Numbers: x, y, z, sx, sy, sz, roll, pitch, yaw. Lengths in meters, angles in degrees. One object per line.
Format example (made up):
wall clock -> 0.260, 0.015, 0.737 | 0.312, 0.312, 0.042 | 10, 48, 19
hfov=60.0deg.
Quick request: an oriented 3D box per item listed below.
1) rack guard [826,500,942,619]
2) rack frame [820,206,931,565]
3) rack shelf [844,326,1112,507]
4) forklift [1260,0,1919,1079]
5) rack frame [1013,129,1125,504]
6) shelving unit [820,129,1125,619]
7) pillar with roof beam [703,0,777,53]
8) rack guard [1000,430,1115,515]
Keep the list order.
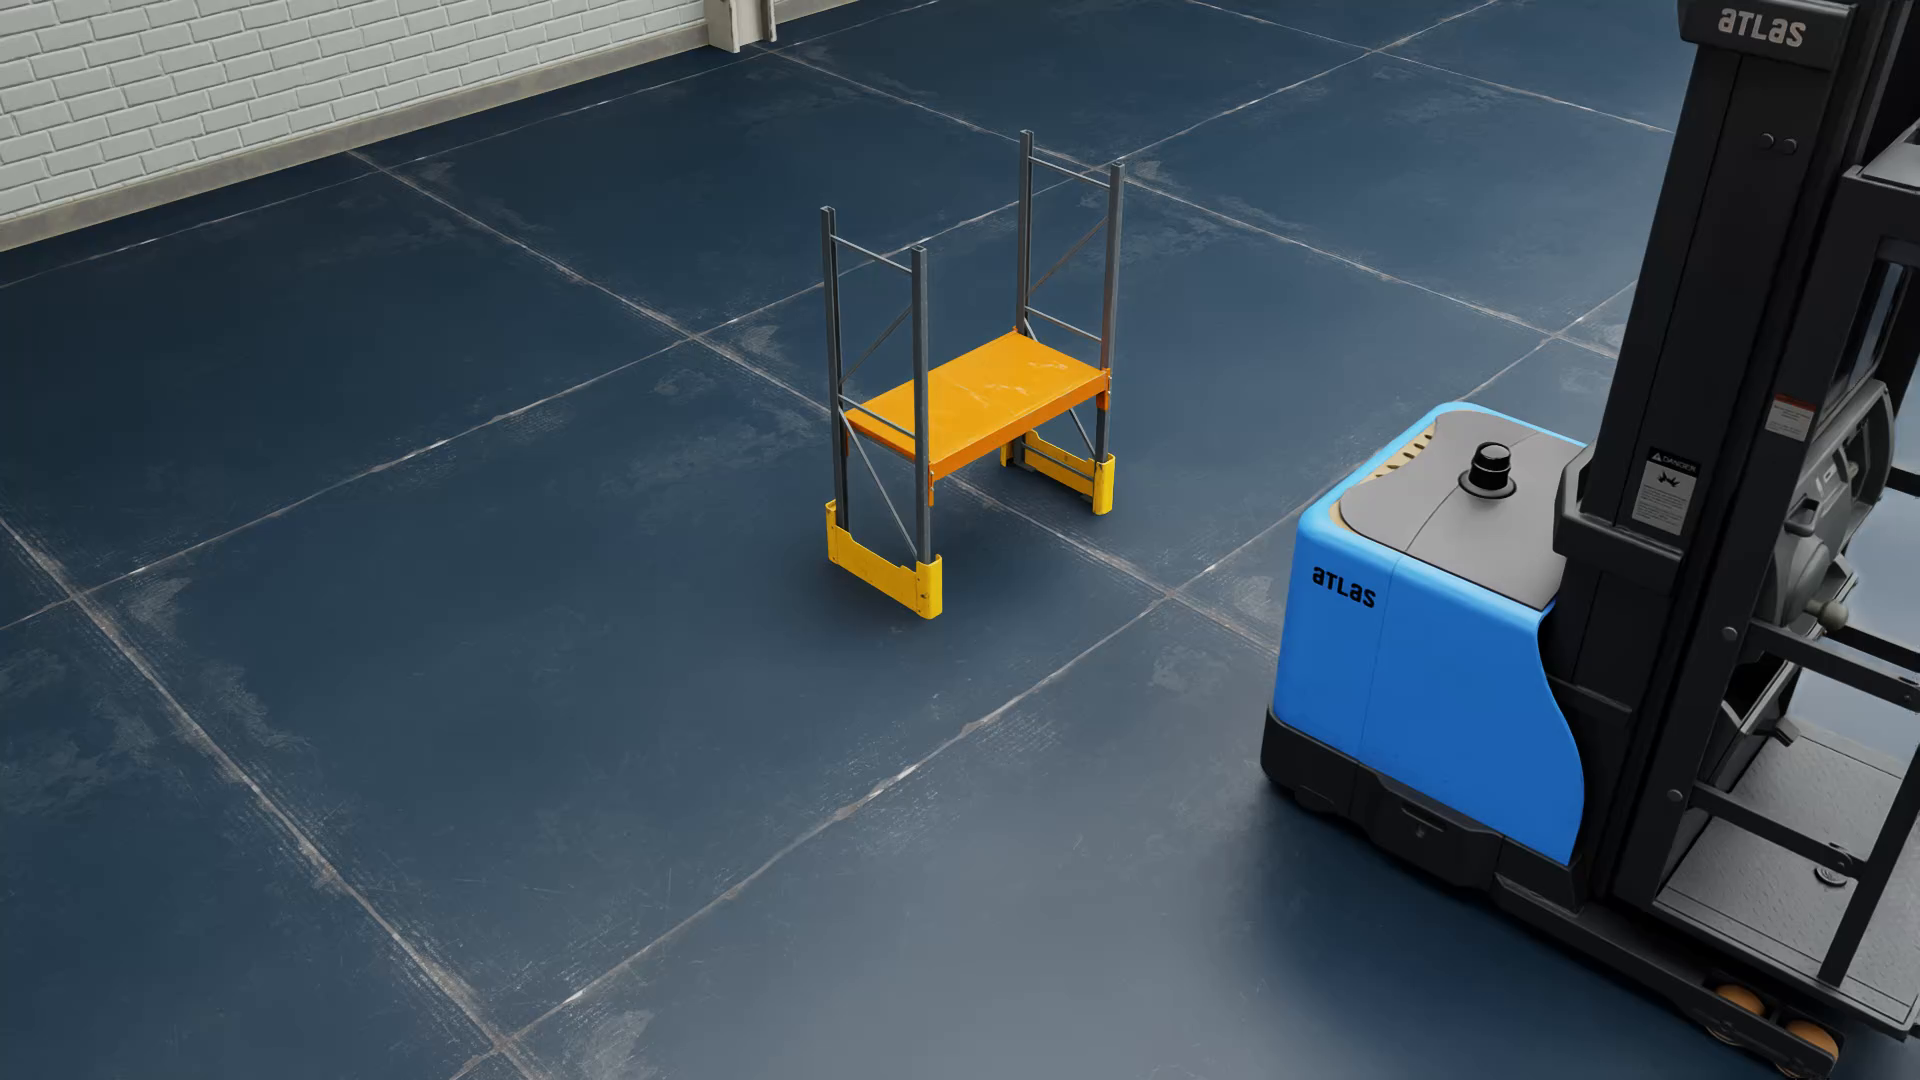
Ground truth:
rack guard -> -0.297, 0.069, 6.433 | 0.587, 0.250, 0.087 | 30, 45, 35
rack frame -> -0.298, -0.443, 6.075 | 0.500, 1.500, 0.032 | 30, 45, 35
rack shelf -> 0.060, -0.502, 6.474 | 0.538, 0.185, 1.000 | 30, 45, 35
forklift -> 2.446, -0.047, 4.254 | 3.031, 2.935, 1.130 | 26, 43, 33
rack frame -> 0.418, -0.856, 6.667 | 0.500, 1.500, 0.032 | 30, 45, 35
shelving unit -> 0.054, -0.646, 6.365 | 0.587, 1.500, 1.083 | 30, 45, 35
pillar with roof beam -> 1.503, -5.505, 6.777 | 9.100, 9.000, 0.400 | 30, 45, 35
rack guard -> 0.405, -0.336, 7.013 | 0.587, 0.250, 0.087 | 30, 45, 35
